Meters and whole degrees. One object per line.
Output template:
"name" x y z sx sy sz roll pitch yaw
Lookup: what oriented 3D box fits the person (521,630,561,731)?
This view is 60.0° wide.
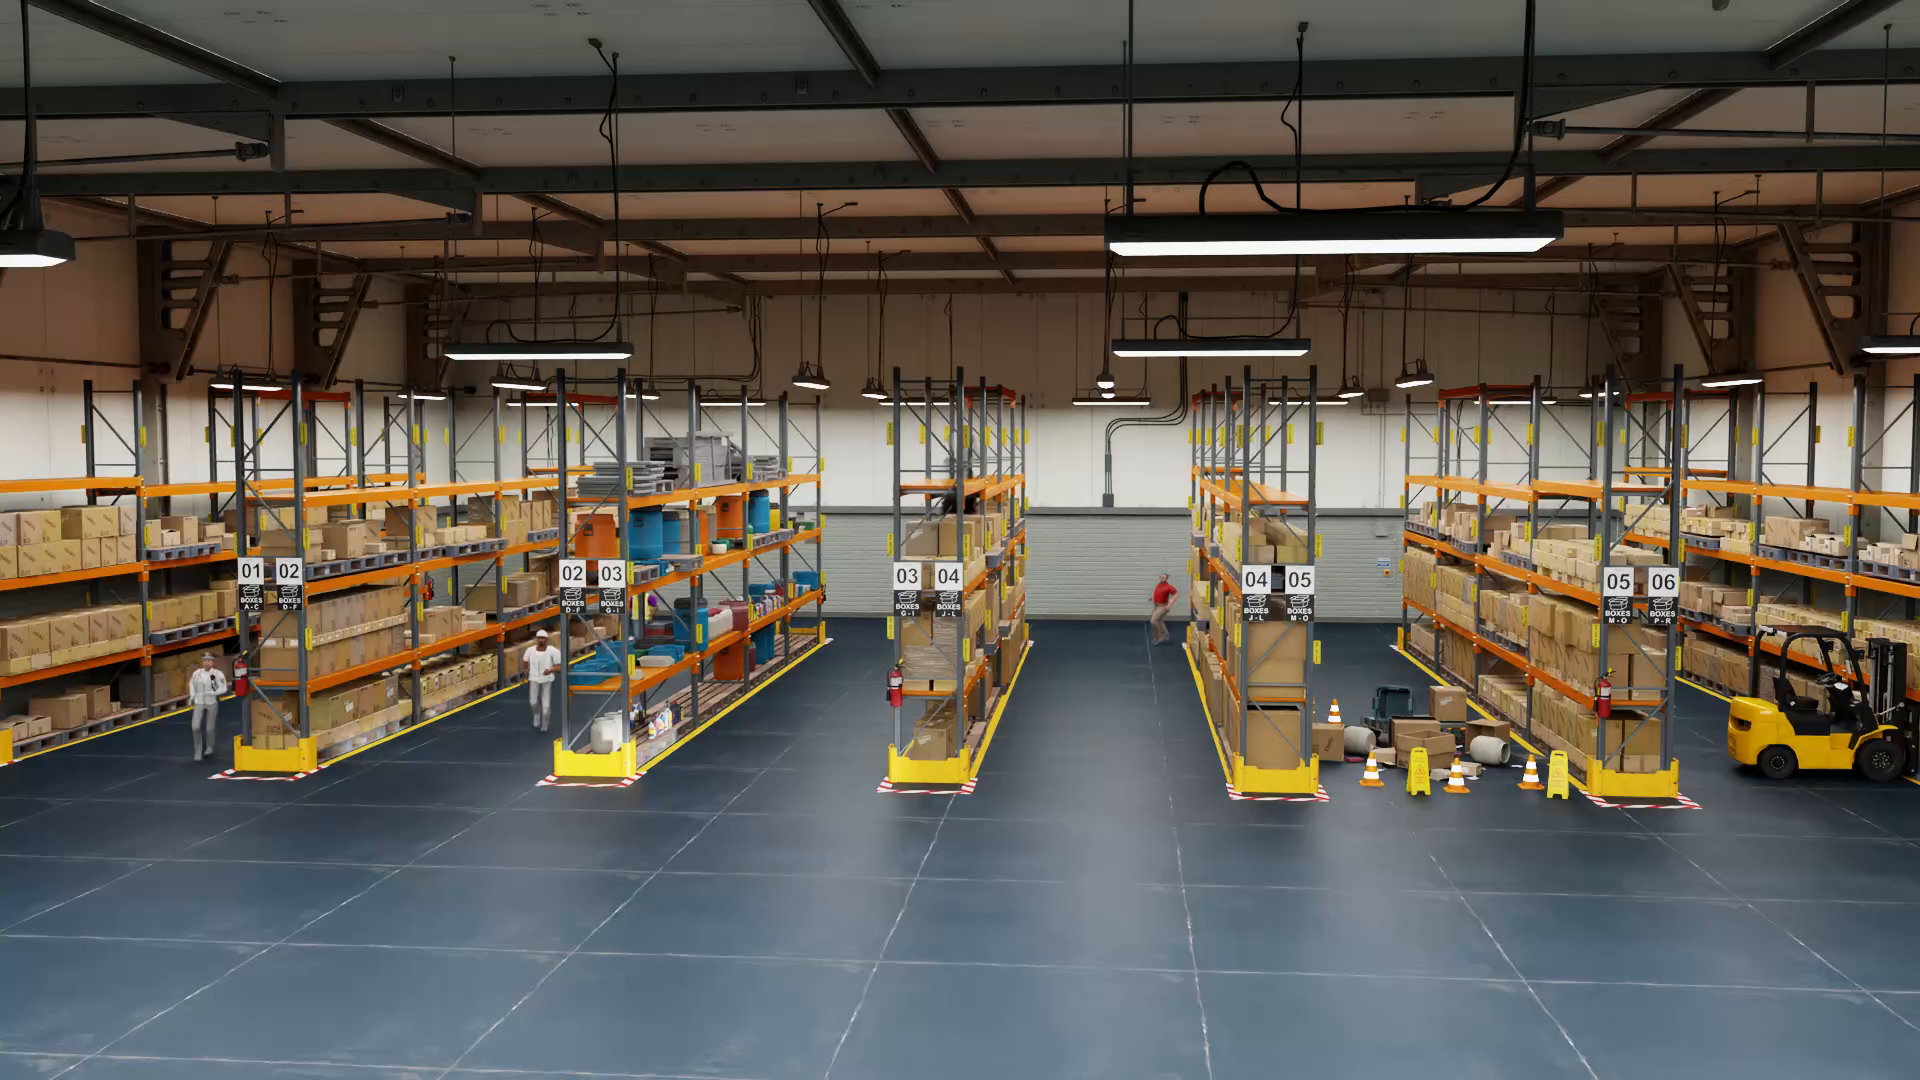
"person" -7.091 2.385 28.124 0.692 1.724 0.607 0 4 -5

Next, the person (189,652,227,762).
"person" -11.685 2.588 25.816 0.590 1.733 0.659 -1 4 -12

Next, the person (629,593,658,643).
"person" -7.195 1.805 37.435 0.688 1.721 0.579 0 4 3

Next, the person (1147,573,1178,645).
"person" 4.865 1.684 40.091 0.693 1.764 0.727 -2 4 -25
